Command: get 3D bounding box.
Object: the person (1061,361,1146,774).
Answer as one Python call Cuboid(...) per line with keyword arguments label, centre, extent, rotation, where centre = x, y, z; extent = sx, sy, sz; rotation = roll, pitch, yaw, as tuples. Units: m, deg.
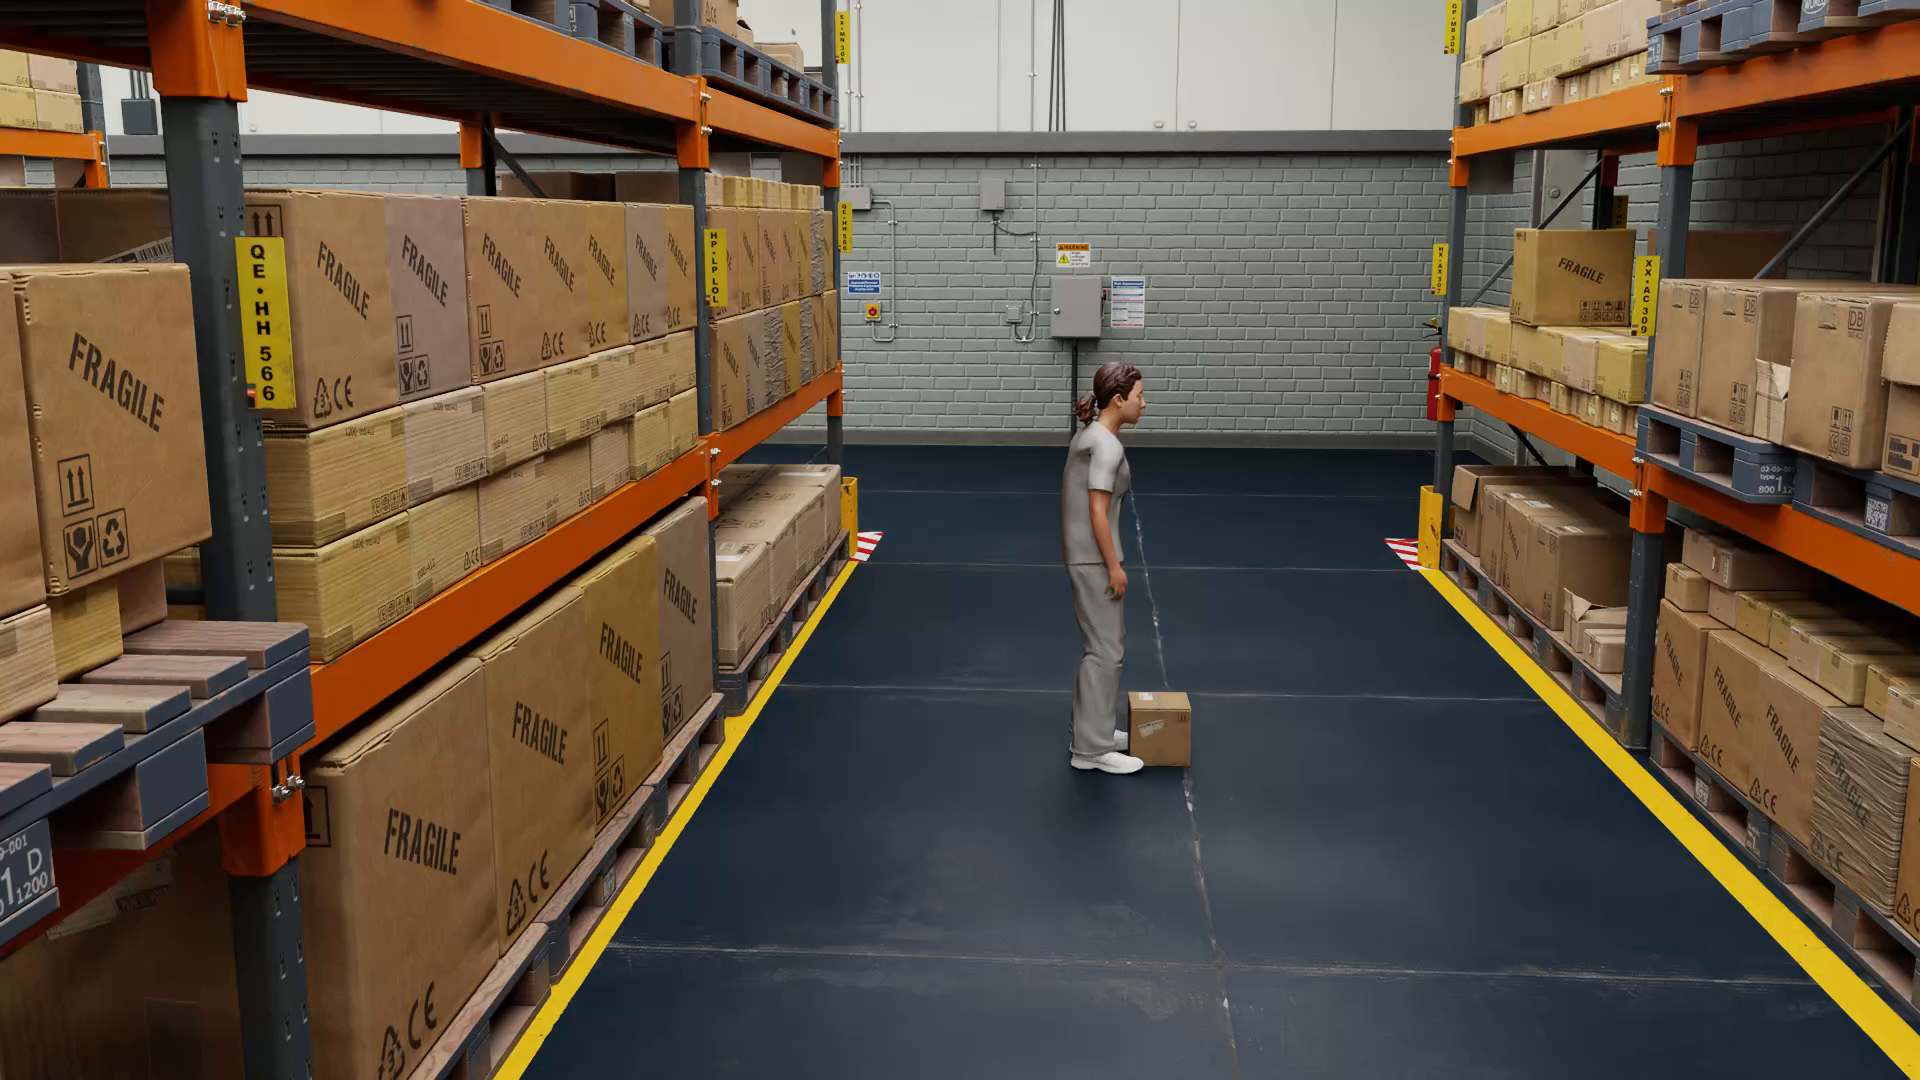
Cuboid(label="person", centre=(0.598, 0.098, 6.919), extent=(0.358, 1.673, 0.510), rotation=(0, 11, 2))
